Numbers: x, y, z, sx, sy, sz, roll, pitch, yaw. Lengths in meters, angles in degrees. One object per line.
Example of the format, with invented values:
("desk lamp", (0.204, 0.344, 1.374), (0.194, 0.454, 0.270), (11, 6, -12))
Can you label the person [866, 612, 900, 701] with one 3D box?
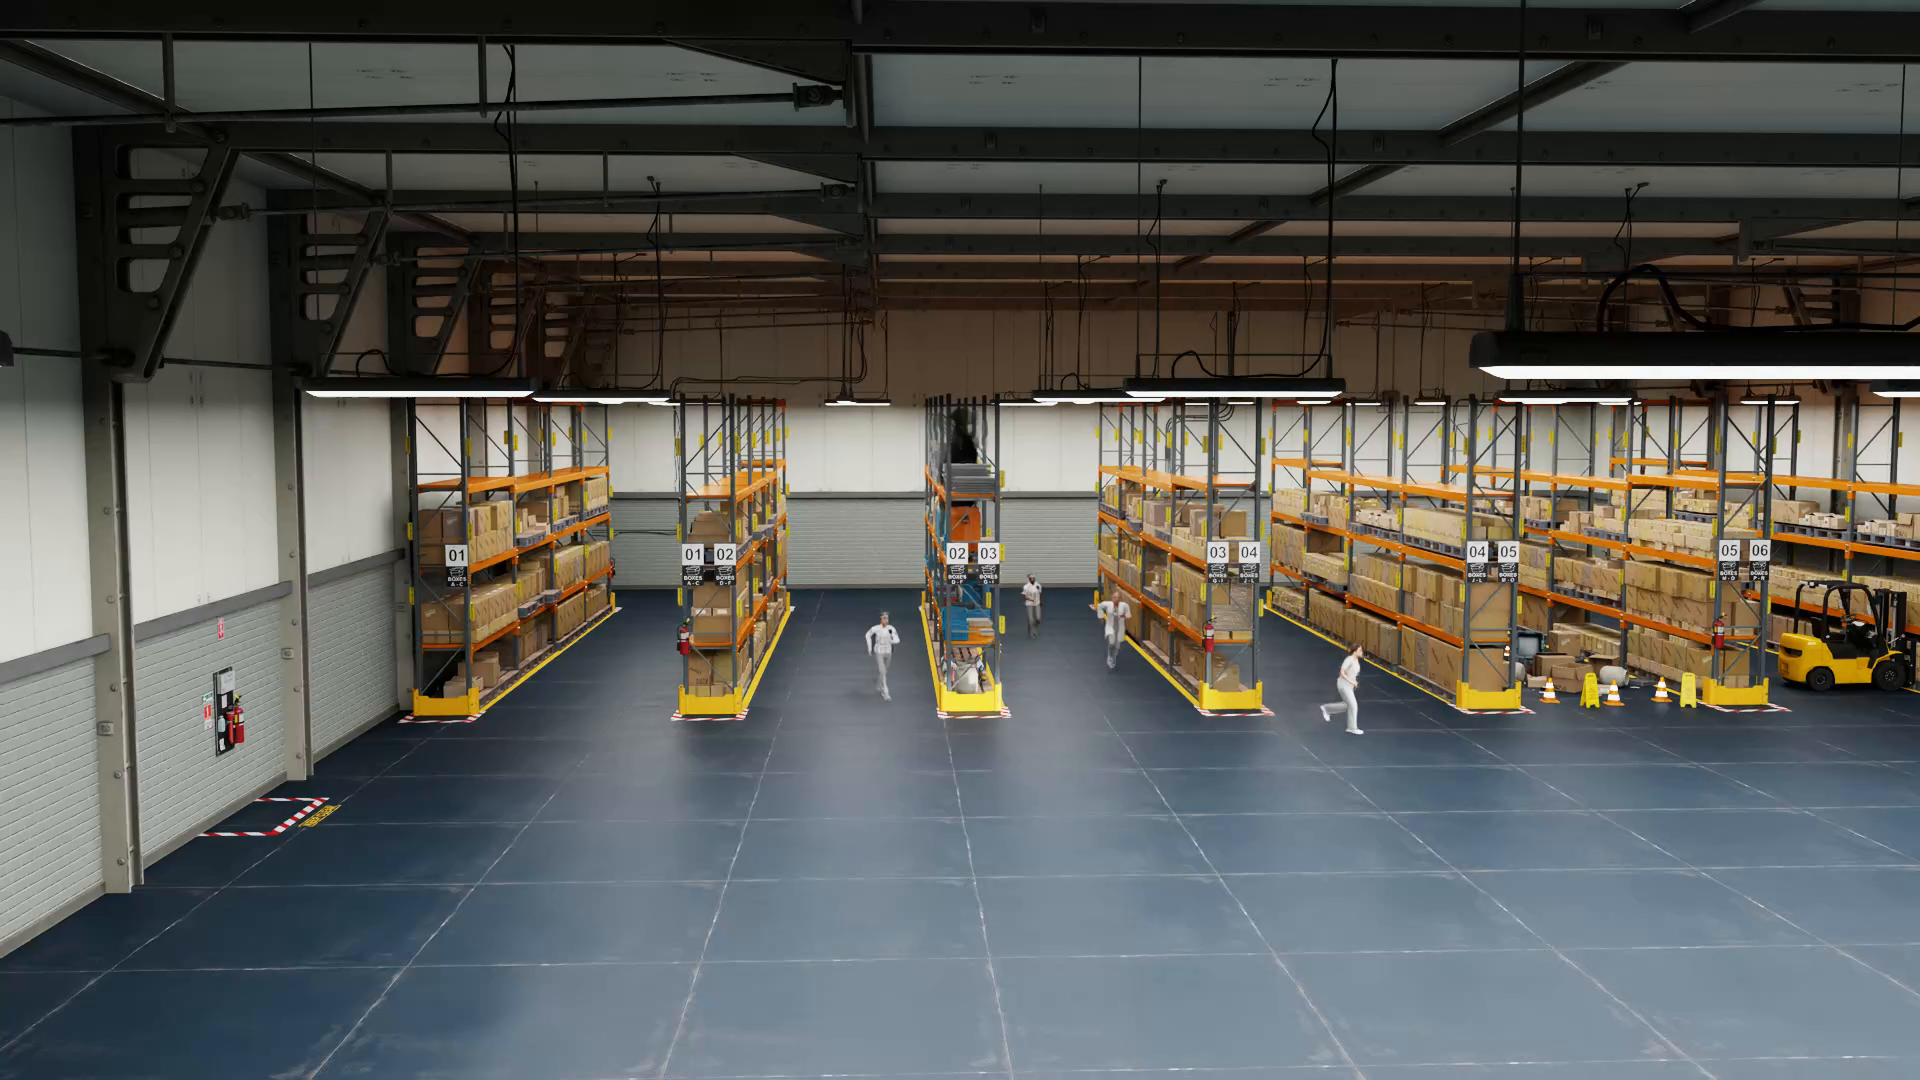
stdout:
("person", (-1.519, 2.261, 32.907), (0.591, 1.721, 0.885), (-2, 5, -23))

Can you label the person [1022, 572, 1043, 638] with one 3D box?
("person", (1.837, 1.627, 41.355), (0.562, 1.661, 0.562), (-1, 5, -12))

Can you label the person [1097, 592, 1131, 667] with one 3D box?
("person", (3.383, 1.979, 36.463), (0.691, 1.704, 0.914), (0, 5, -6))

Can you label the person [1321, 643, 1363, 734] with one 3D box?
("person", (6.751, 2.608, 29.440), (0.787, 1.617, 0.538), (4, 6, 39))
